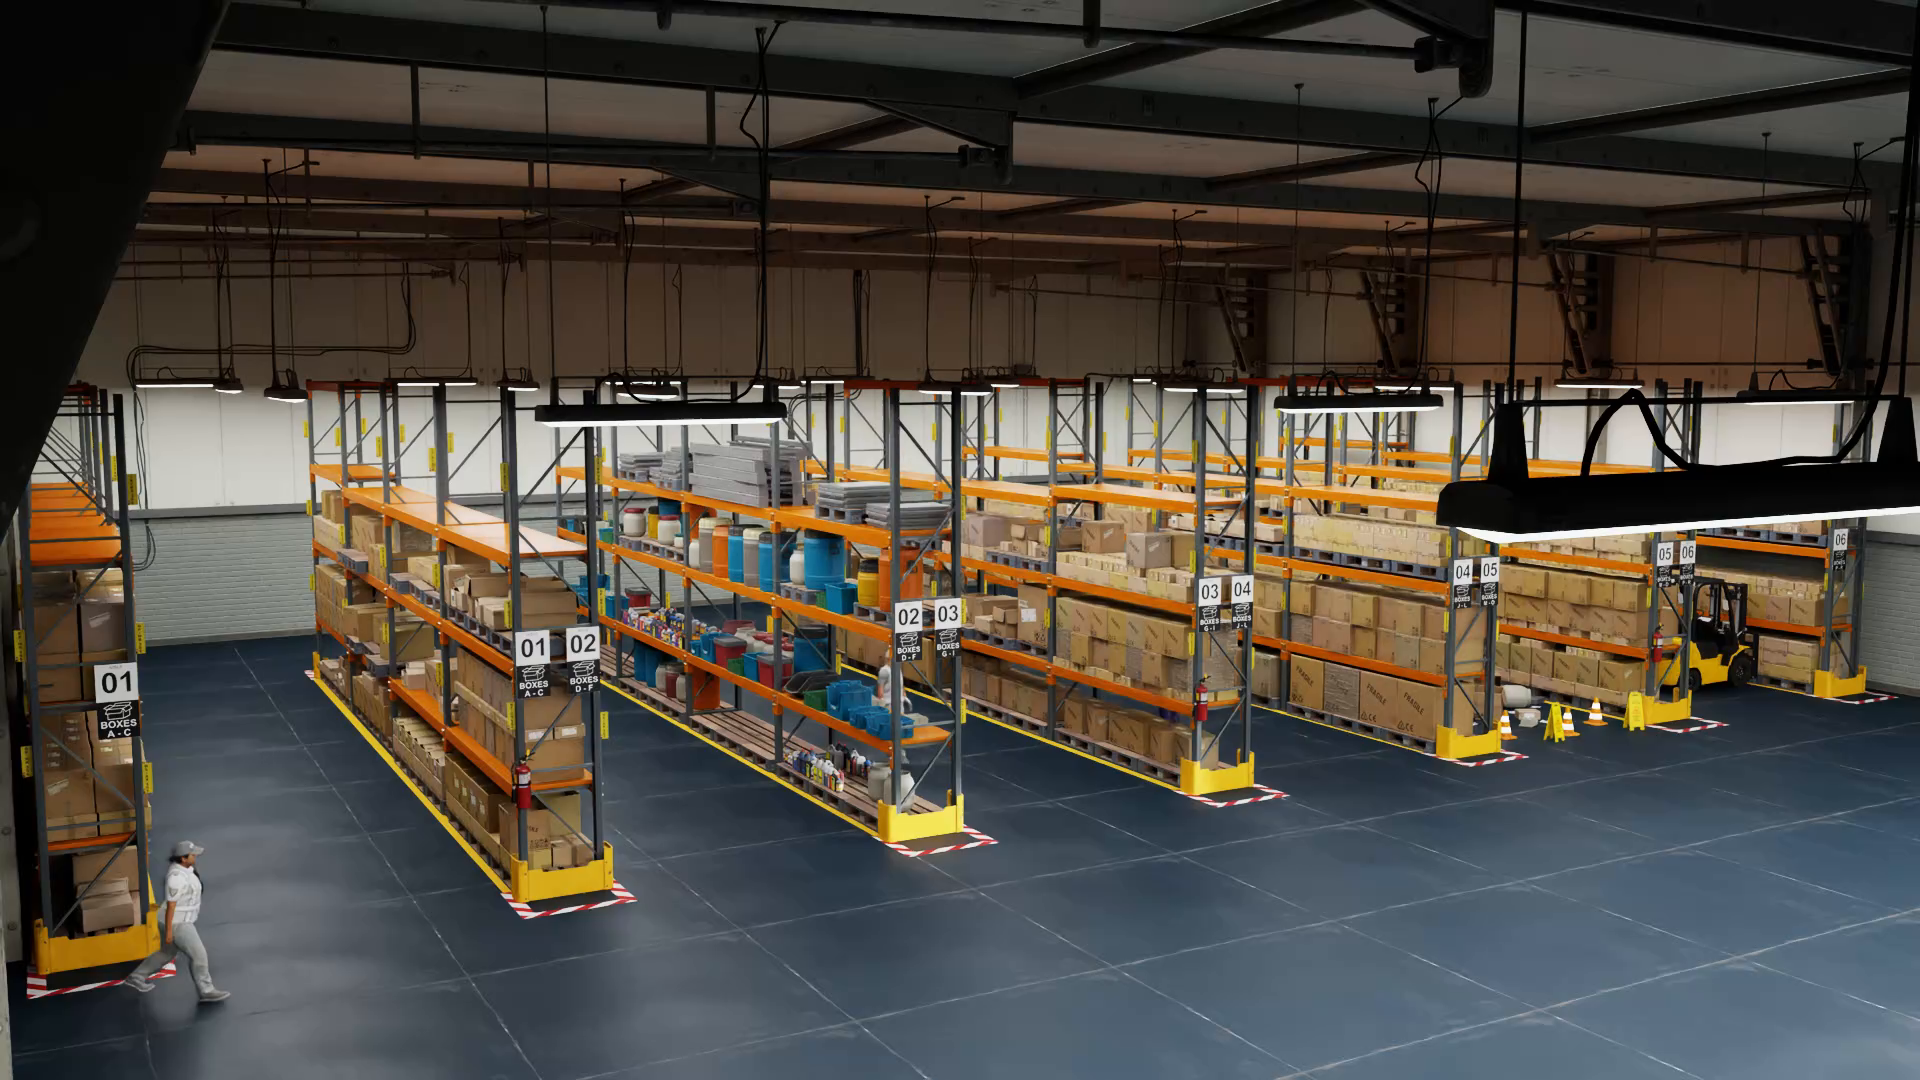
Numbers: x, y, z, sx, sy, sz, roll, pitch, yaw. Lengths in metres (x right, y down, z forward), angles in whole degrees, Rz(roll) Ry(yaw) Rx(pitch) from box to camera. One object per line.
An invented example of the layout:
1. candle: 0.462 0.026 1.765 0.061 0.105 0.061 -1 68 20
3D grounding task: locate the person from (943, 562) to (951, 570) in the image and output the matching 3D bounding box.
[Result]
1. person: -0.193 0.923 43.015 0.449 1.645 0.735 2 7 21

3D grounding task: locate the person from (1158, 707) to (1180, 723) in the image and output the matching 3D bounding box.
1. person: 3.542 2.499 28.391 0.545 1.640 0.477 -2 6 -17

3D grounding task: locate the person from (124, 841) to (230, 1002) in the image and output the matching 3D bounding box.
1. person: -7.785 3.777 16.514 1.007 1.601 0.488 -1 6 -10

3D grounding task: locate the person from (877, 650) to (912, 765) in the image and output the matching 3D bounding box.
1. person: -0.983 2.643 26.463 0.570 1.821 0.587 3 7 30
